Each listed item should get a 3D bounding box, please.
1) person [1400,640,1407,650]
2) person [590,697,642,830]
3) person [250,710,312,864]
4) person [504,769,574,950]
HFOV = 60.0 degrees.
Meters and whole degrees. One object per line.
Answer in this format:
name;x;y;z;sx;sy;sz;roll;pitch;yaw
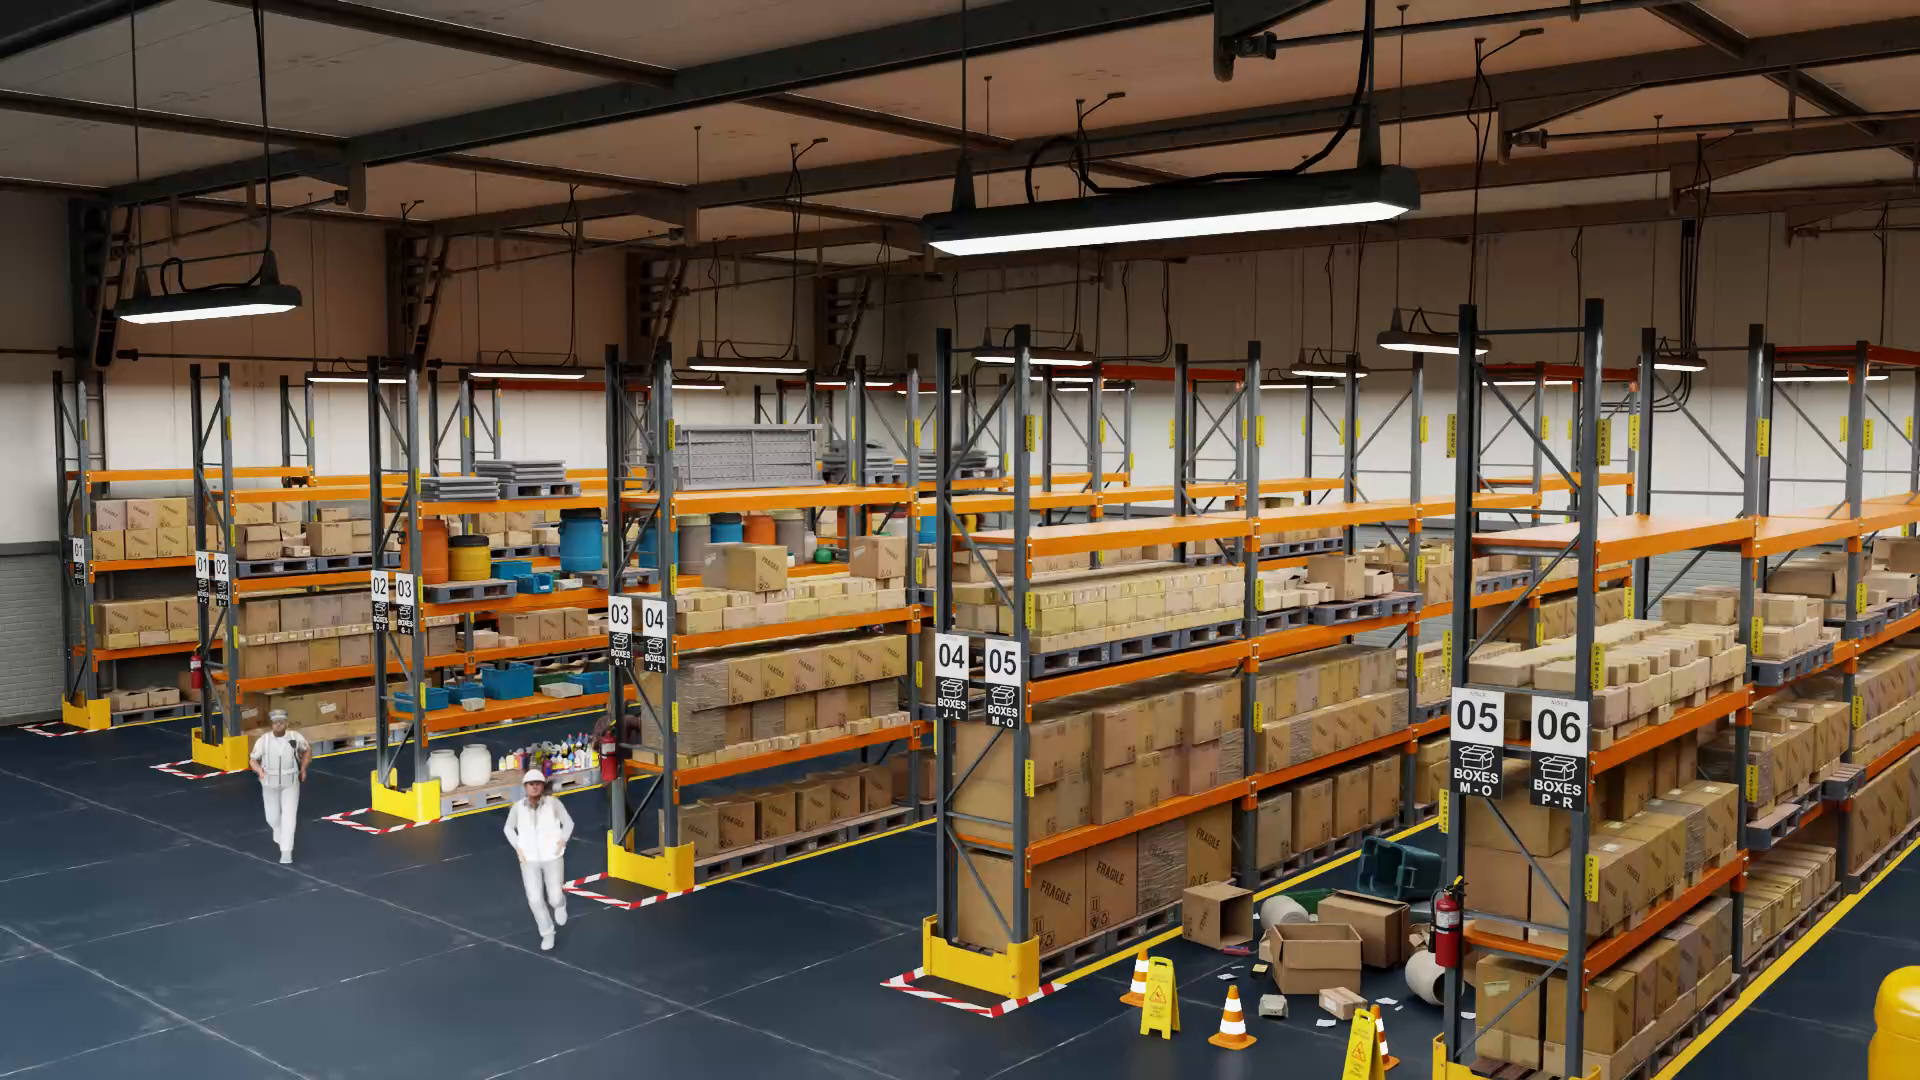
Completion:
person;7.102;2.414;26.272;0.809;1.682;0.691;-3;5;-40
person;-4.203;2.813;20.343;0.707;1.861;0.788;2;5;30
person;-8.021;2.868;19.652;0.676;1.772;0.913;-1;4;-20
person;-4.168;3.122;16.468;0.678;1.739;0.667;-1;4;-10
